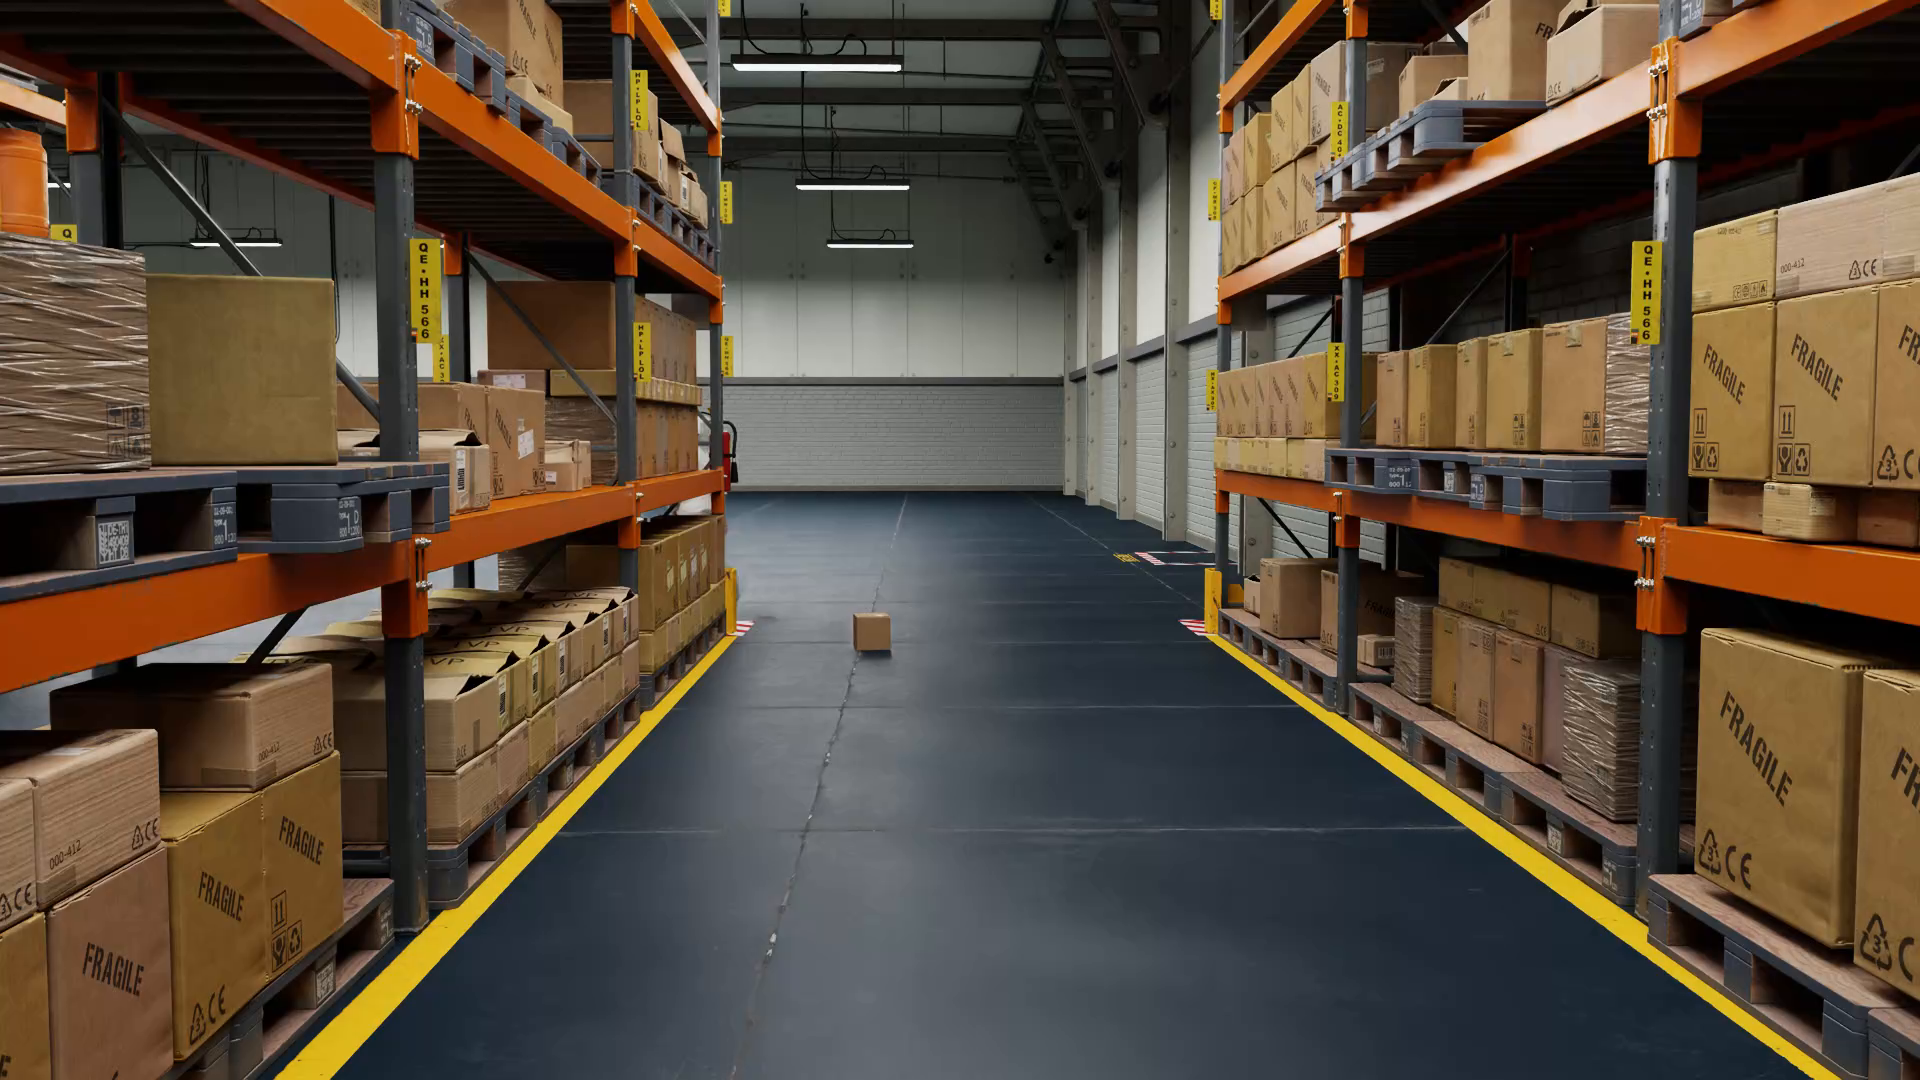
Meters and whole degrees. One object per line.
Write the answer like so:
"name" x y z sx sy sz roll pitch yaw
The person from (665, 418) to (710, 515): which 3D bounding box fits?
"person" -2.346 -0.243 14.617 0.680 1.754 0.543 1 4 12
